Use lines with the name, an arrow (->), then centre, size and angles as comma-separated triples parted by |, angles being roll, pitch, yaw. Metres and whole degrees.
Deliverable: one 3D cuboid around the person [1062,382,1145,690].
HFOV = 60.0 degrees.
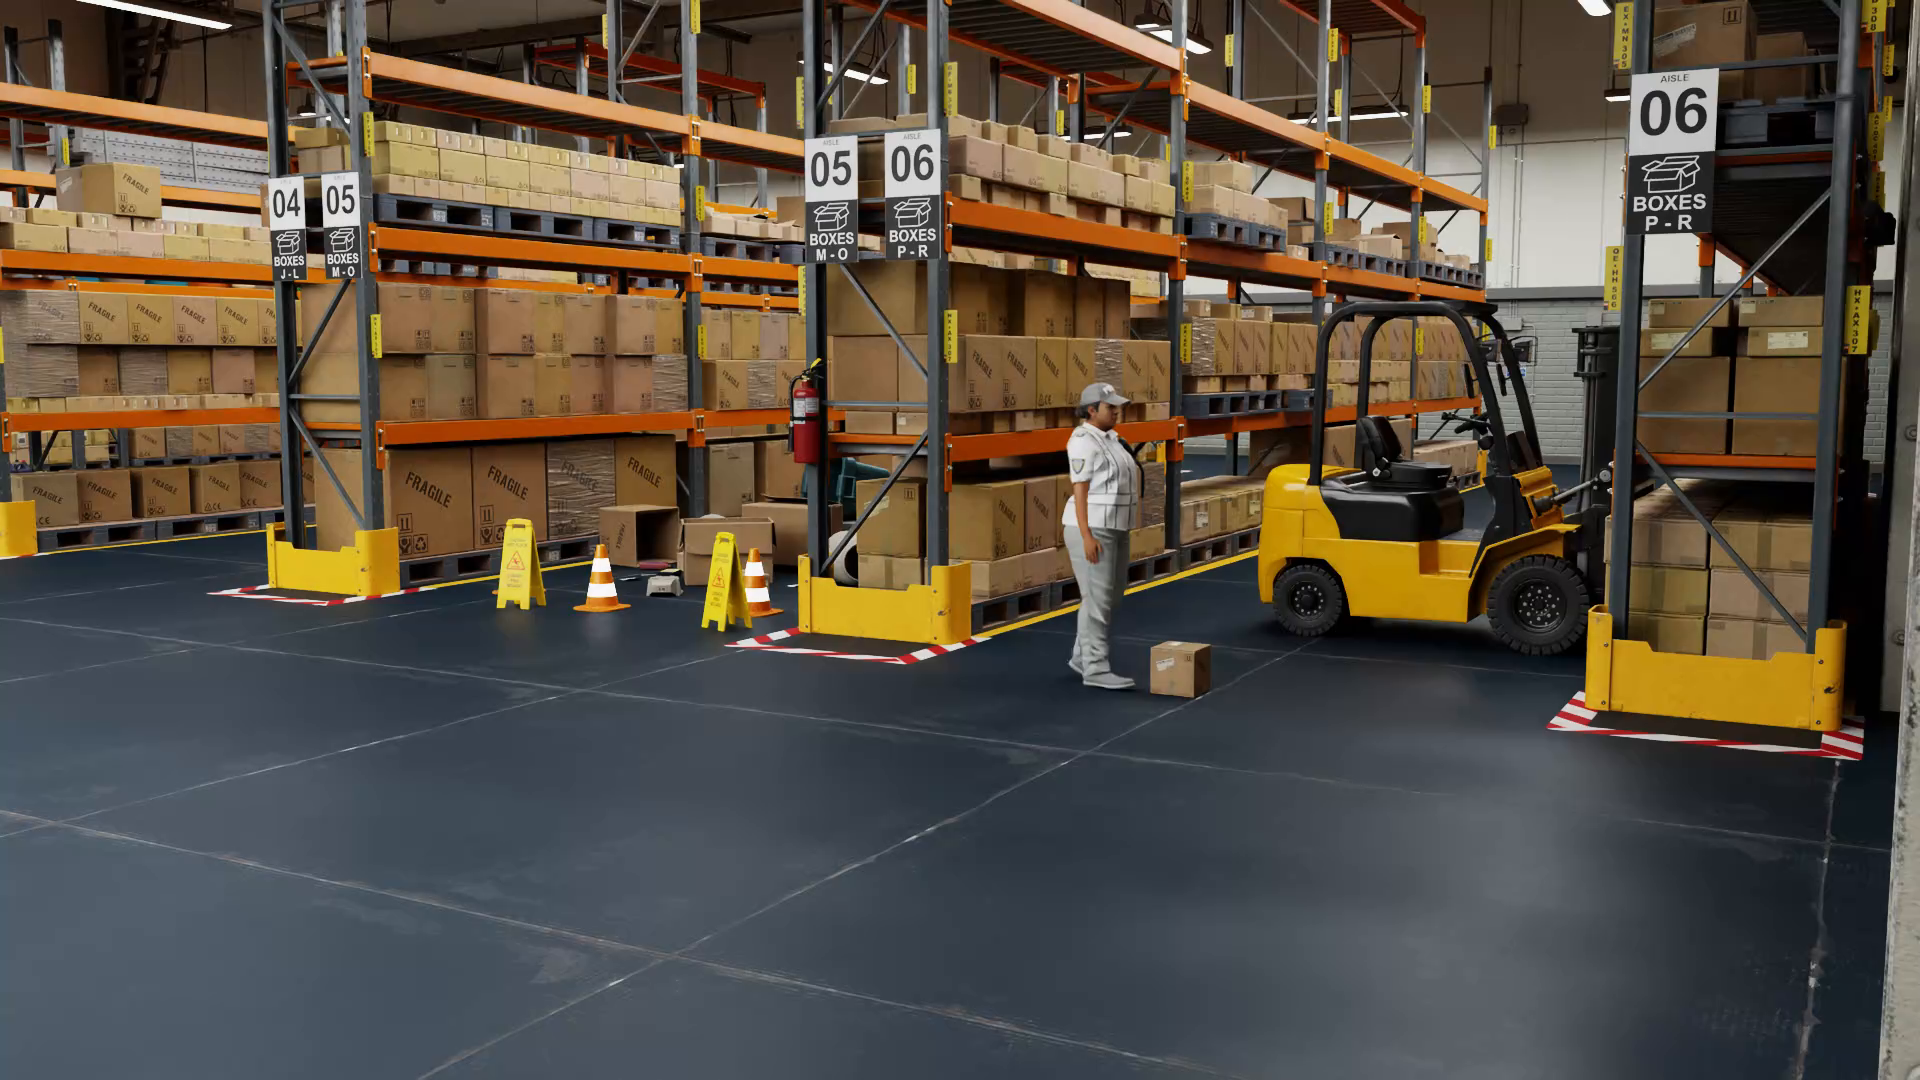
person -> 0.773, -0.009, 9.140 | 0.507, 1.707, 0.480 | 3, 7, 29
